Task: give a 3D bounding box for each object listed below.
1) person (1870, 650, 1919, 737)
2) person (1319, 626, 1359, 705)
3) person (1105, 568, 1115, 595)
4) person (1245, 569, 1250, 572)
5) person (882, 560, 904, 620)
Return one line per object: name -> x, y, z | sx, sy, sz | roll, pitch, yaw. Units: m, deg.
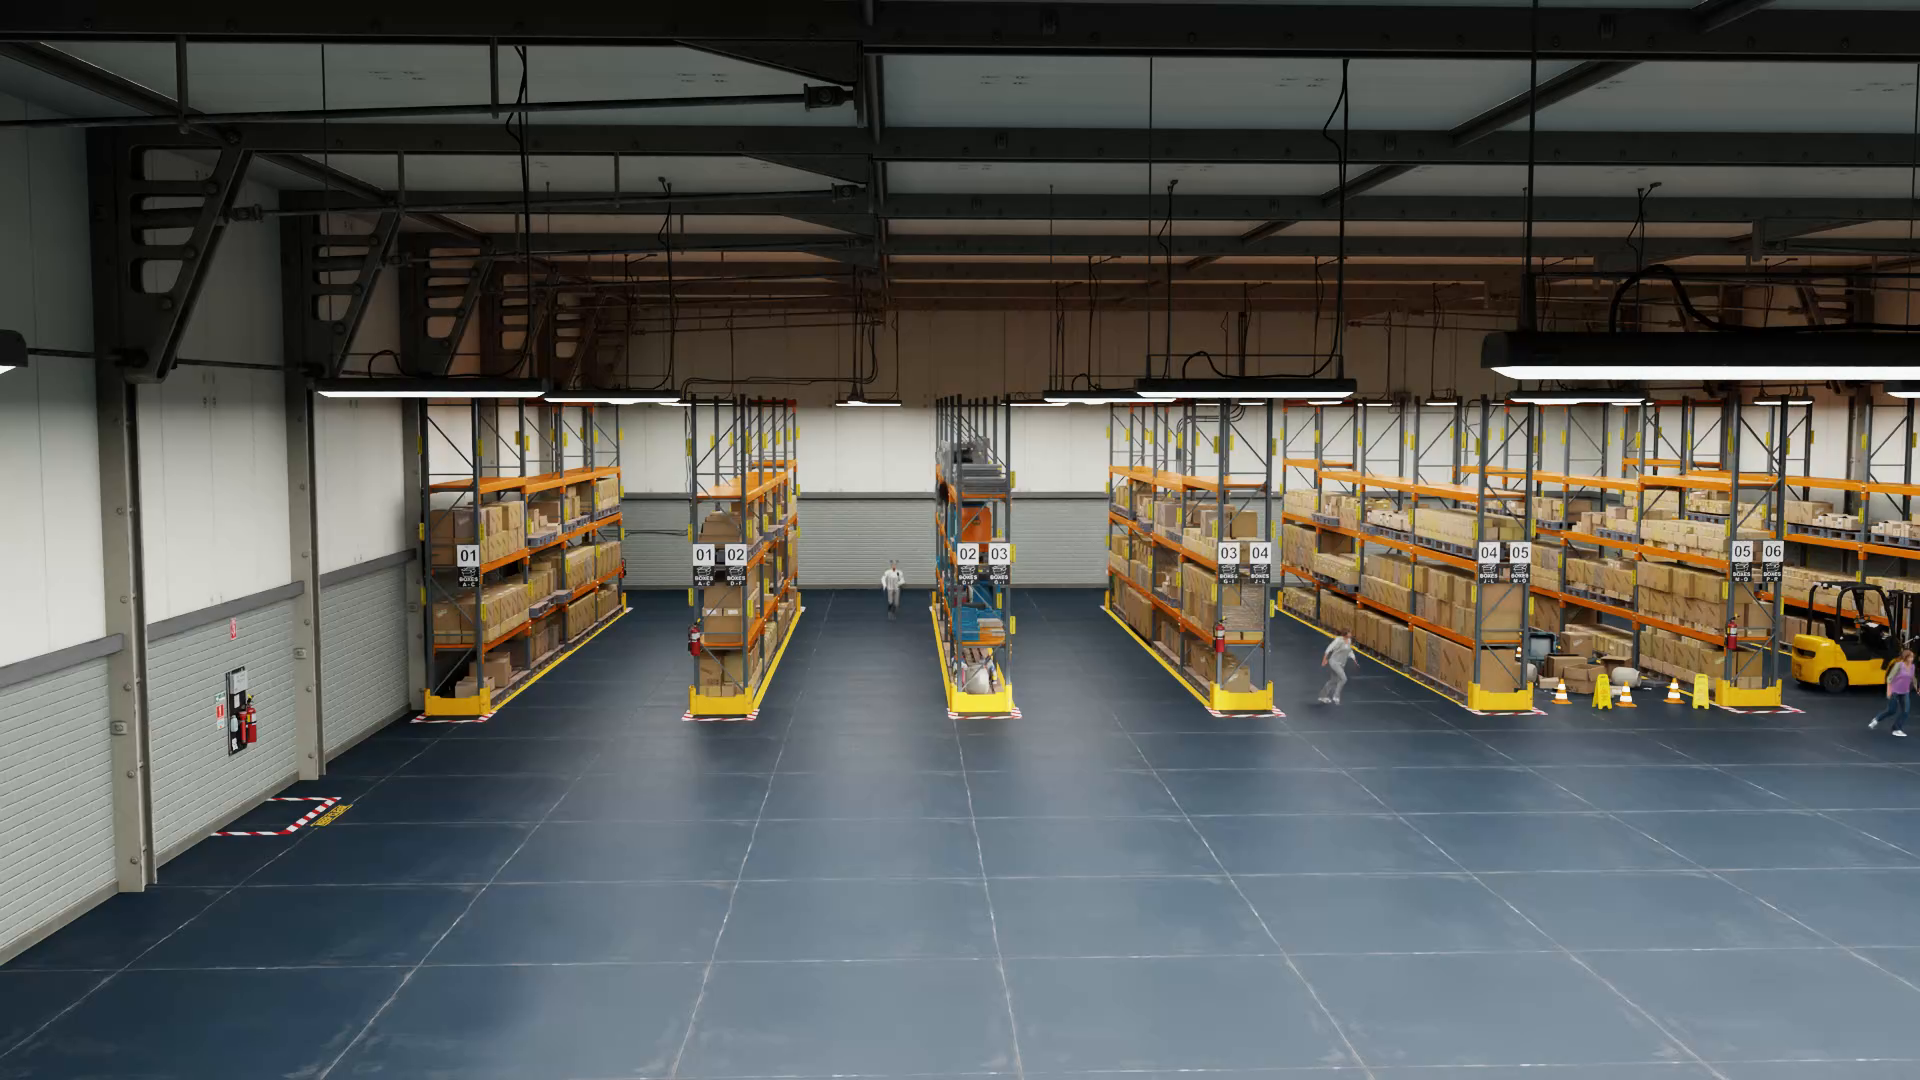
person -> 16.440, 2.666, 29.207 | 0.573, 1.521, 0.661 | -1, 5, -14
person -> 7.332, 2.409, 32.156 | 0.466, 1.527, 0.779 | -4, 6, -42
person -> 4.702, 0.991, 49.177 | 0.697, 1.758, 0.625 | -3, 6, -38
person -> 8.159, 1.190, 47.407 | 0.538, 1.656, 0.782 | 1, 5, 7
person -> -1.792, 1.350, 44.805 | 0.598, 1.655, 0.619 | -1, 5, -7
